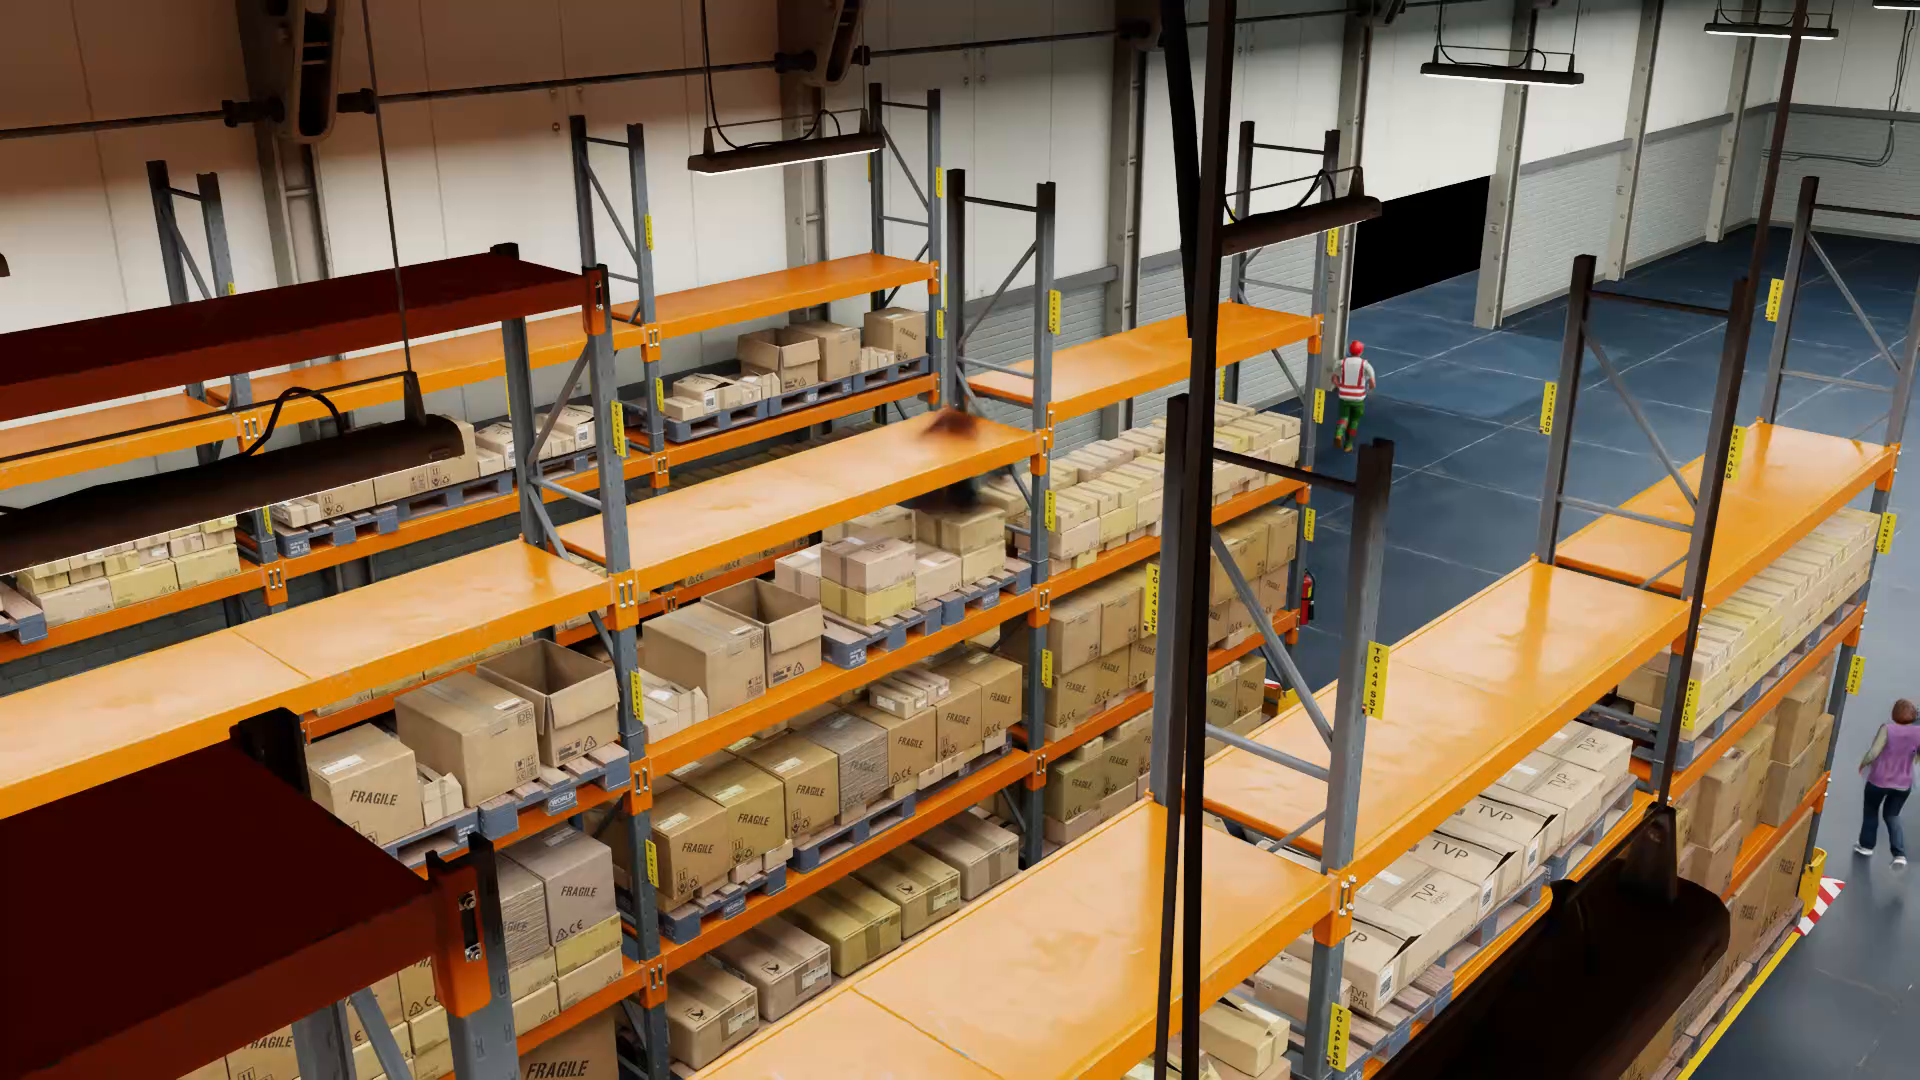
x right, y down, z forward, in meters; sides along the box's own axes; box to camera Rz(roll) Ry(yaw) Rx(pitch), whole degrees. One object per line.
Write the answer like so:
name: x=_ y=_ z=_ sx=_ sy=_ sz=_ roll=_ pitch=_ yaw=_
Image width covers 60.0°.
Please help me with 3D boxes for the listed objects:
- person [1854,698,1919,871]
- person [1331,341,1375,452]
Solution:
person: x=8.030 y=2.128 z=14.357 sx=0.566 sy=1.606 sz=0.744 roll=3 pitch=21 yaw=8
person: x=5.928 y=-2.150 z=25.145 sx=0.666 sy=1.751 sz=0.596 roll=10 pitch=23 yaw=24
